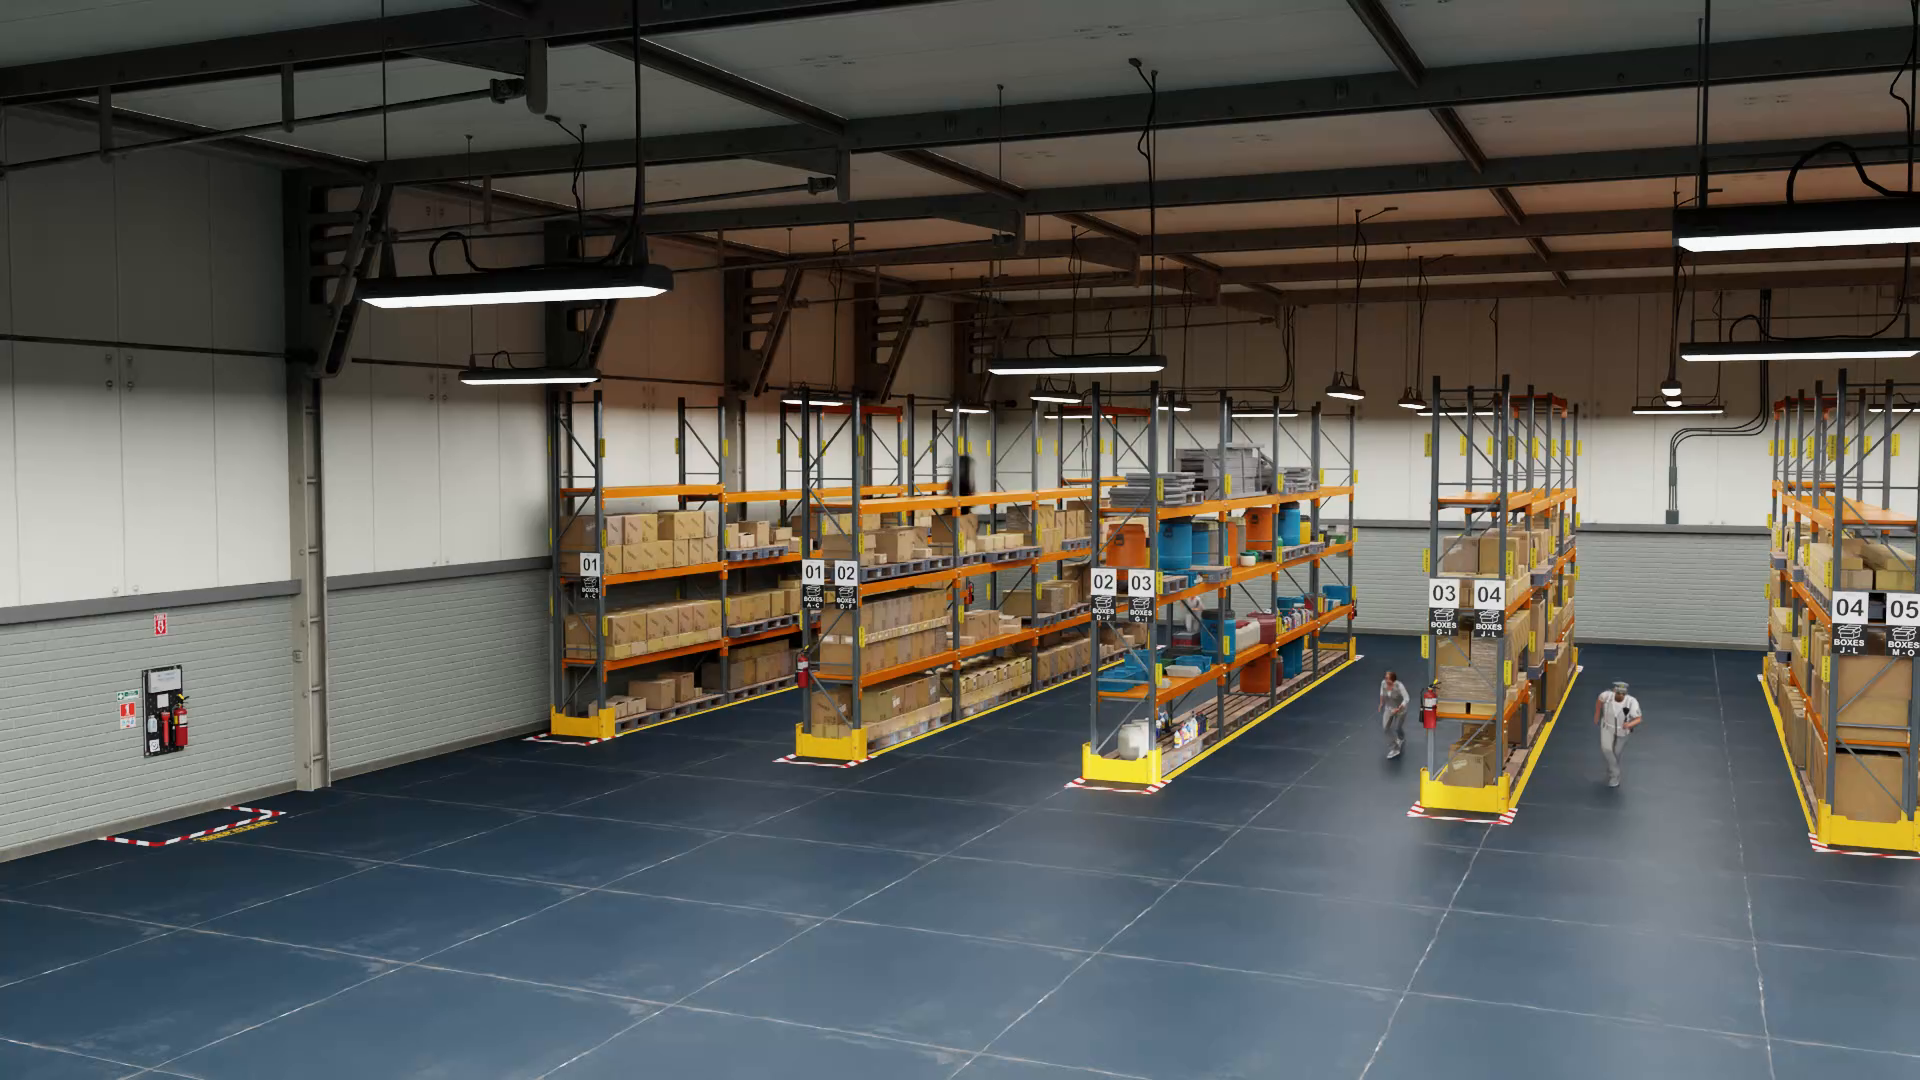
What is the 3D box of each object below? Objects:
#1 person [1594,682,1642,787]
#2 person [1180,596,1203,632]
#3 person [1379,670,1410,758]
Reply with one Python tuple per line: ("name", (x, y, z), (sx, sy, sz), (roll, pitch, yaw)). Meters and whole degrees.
("person", (9.764, 2.830, 24.695), (0.648, 1.554, 1.133), (1, 3, 19))
("person", (5.776, 1.952, 41.439), (0.589, 1.609, 0.958), (1, 3, 14))
("person", (7.138, 2.800, 27.143), (0.528, 1.447, 0.987), (2, 4, 33))
